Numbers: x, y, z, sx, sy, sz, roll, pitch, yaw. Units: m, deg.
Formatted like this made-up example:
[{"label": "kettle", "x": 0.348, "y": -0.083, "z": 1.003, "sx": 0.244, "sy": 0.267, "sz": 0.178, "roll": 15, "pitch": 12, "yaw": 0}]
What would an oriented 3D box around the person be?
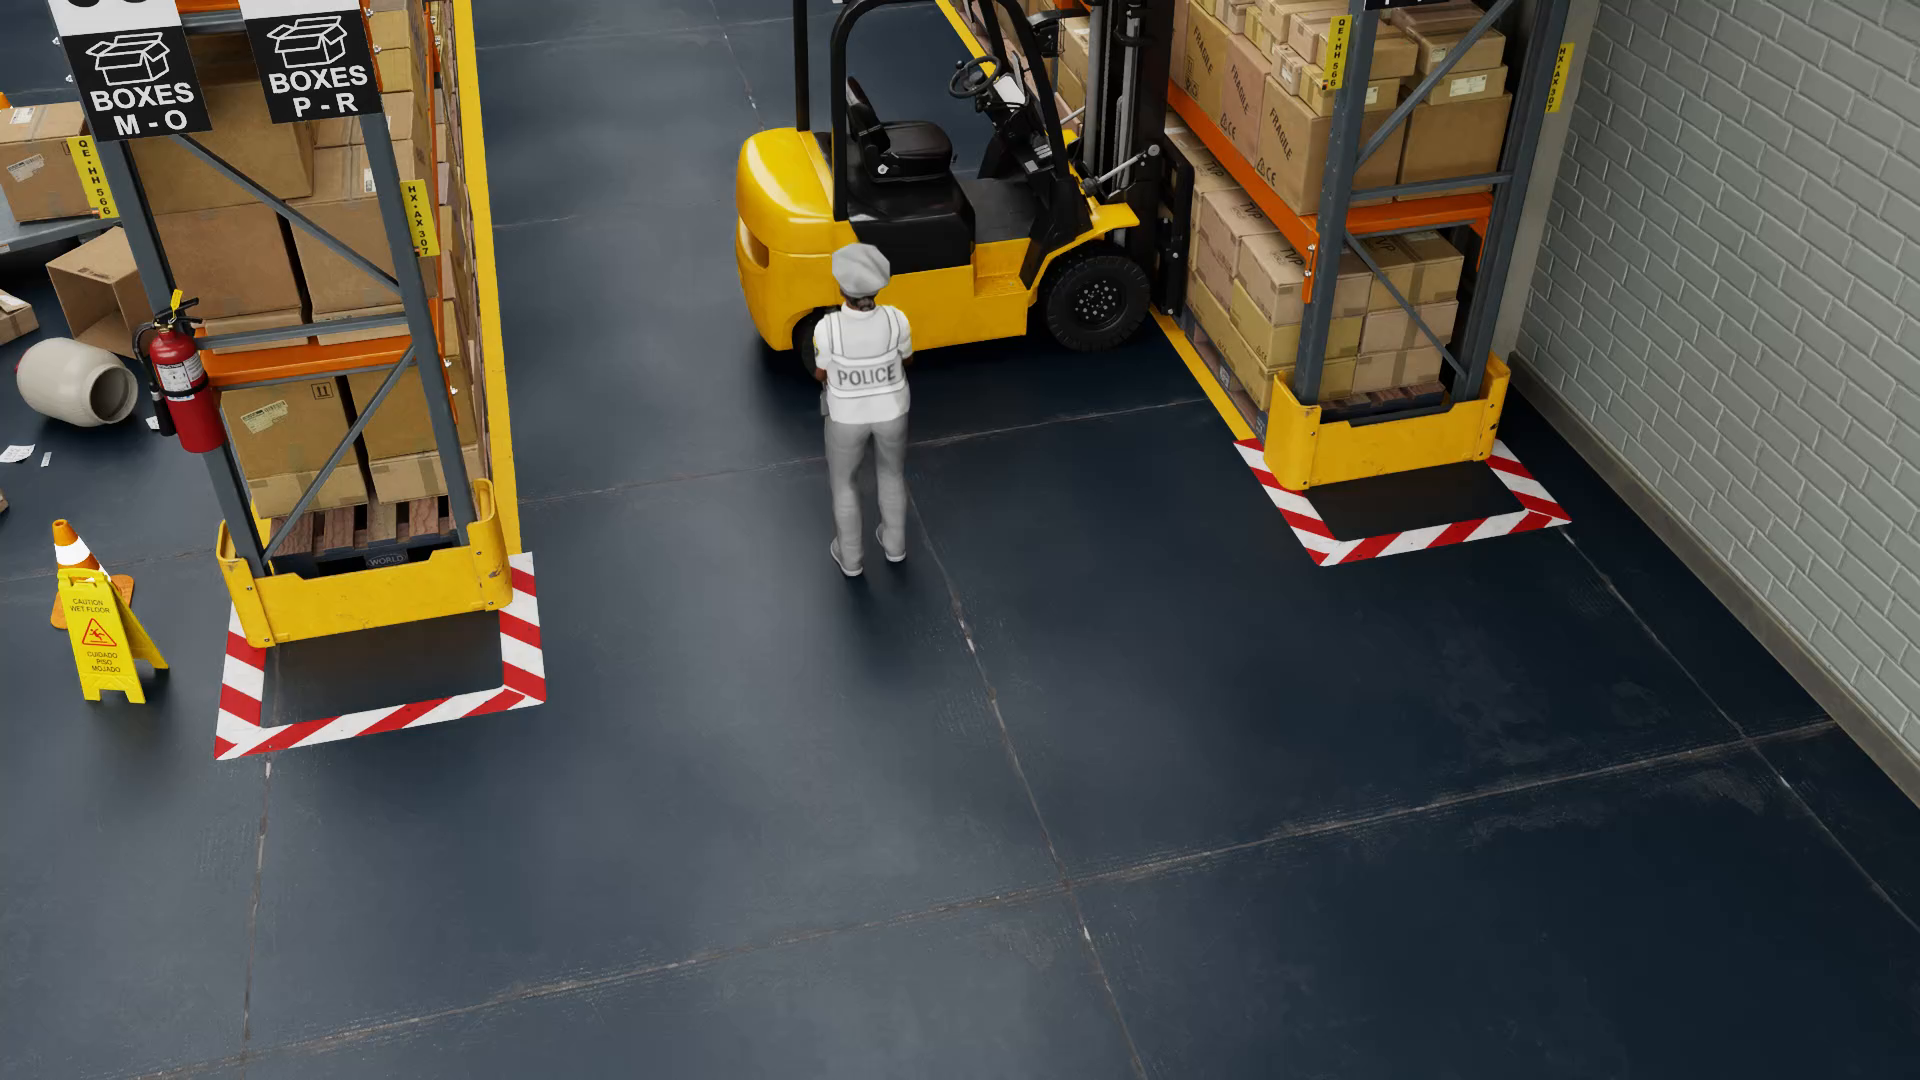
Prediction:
[{"label": "person", "x": -0.433, "y": -0.606, "z": 7.457, "sx": 0.450, "sy": 1.688, "sz": 0.534, "roll": -9, "pitch": 39, "yaw": -11}]
